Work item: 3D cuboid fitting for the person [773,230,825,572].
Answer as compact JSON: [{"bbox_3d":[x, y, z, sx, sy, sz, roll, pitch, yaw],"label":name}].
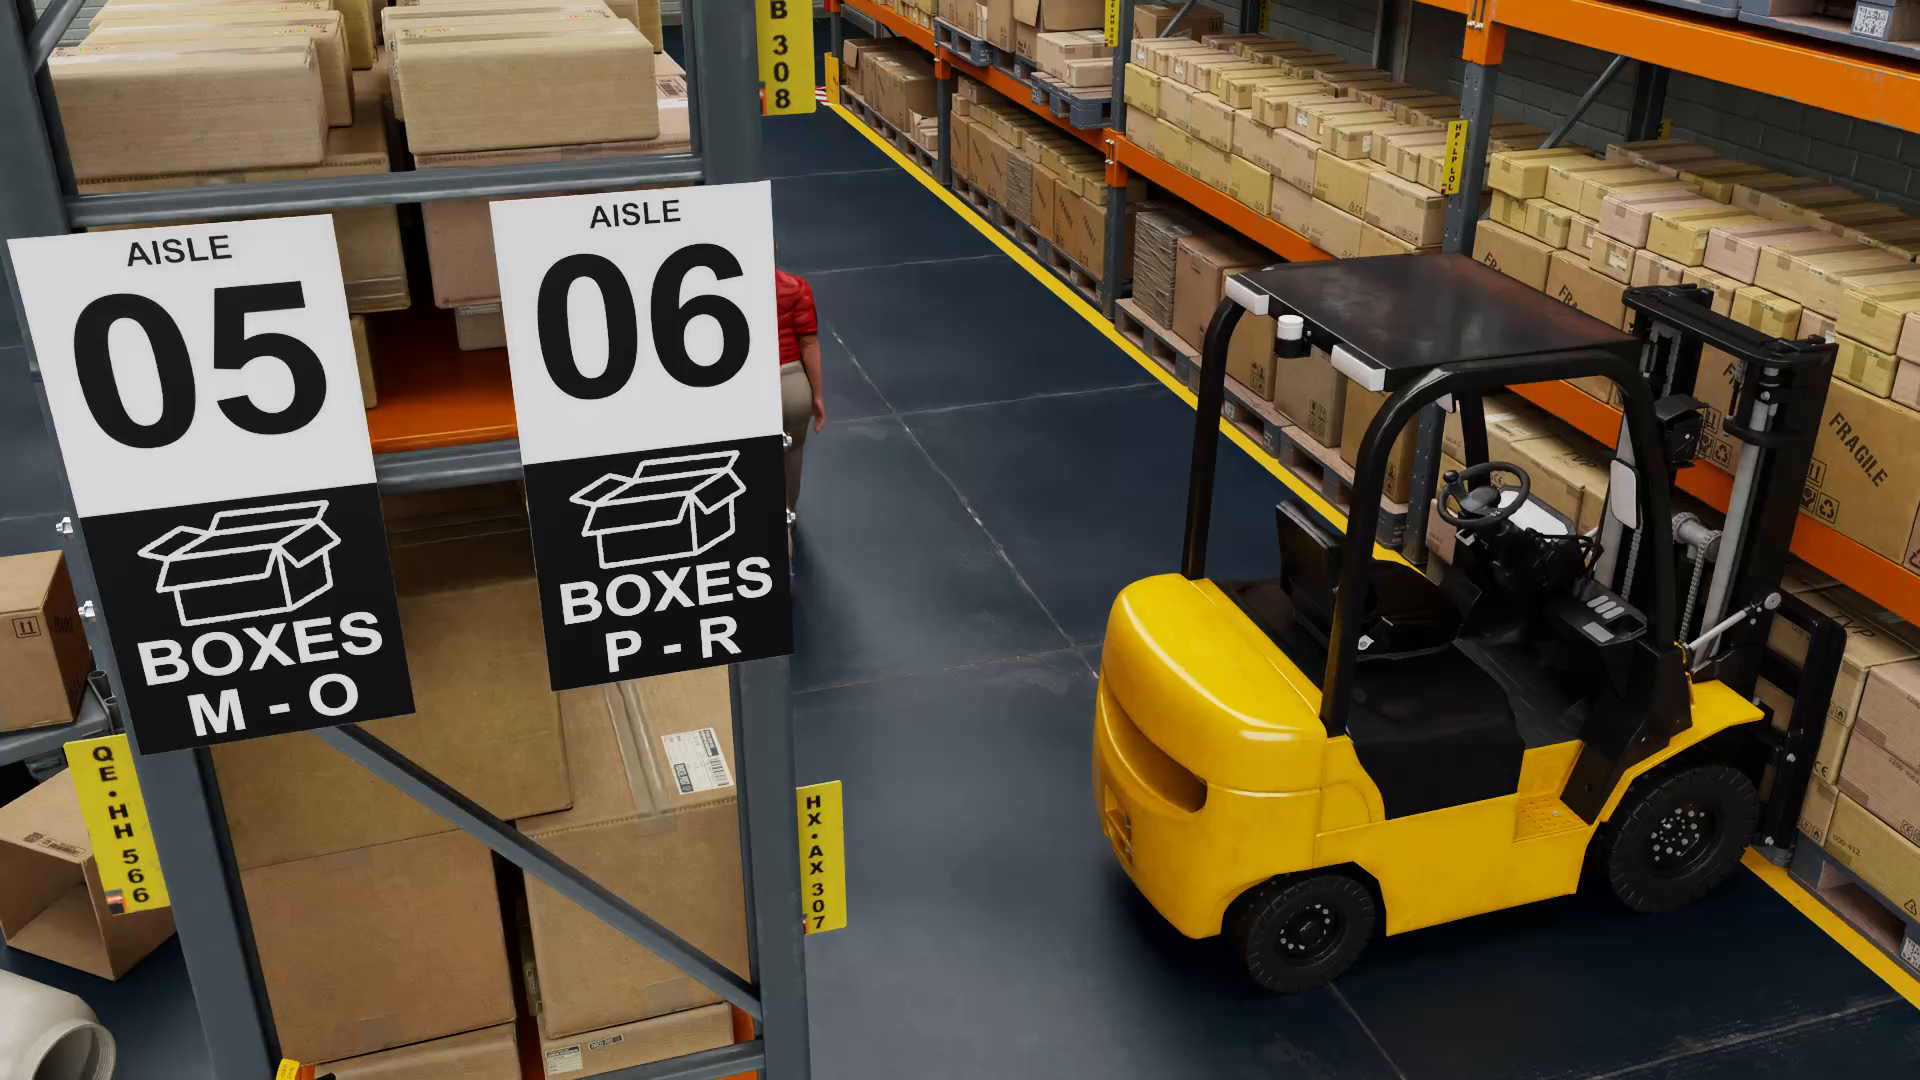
[{"bbox_3d":[-0.946,-0.705,8.118,0.537,1.667,1.110,-9,27,-17],"label":"person"}]
